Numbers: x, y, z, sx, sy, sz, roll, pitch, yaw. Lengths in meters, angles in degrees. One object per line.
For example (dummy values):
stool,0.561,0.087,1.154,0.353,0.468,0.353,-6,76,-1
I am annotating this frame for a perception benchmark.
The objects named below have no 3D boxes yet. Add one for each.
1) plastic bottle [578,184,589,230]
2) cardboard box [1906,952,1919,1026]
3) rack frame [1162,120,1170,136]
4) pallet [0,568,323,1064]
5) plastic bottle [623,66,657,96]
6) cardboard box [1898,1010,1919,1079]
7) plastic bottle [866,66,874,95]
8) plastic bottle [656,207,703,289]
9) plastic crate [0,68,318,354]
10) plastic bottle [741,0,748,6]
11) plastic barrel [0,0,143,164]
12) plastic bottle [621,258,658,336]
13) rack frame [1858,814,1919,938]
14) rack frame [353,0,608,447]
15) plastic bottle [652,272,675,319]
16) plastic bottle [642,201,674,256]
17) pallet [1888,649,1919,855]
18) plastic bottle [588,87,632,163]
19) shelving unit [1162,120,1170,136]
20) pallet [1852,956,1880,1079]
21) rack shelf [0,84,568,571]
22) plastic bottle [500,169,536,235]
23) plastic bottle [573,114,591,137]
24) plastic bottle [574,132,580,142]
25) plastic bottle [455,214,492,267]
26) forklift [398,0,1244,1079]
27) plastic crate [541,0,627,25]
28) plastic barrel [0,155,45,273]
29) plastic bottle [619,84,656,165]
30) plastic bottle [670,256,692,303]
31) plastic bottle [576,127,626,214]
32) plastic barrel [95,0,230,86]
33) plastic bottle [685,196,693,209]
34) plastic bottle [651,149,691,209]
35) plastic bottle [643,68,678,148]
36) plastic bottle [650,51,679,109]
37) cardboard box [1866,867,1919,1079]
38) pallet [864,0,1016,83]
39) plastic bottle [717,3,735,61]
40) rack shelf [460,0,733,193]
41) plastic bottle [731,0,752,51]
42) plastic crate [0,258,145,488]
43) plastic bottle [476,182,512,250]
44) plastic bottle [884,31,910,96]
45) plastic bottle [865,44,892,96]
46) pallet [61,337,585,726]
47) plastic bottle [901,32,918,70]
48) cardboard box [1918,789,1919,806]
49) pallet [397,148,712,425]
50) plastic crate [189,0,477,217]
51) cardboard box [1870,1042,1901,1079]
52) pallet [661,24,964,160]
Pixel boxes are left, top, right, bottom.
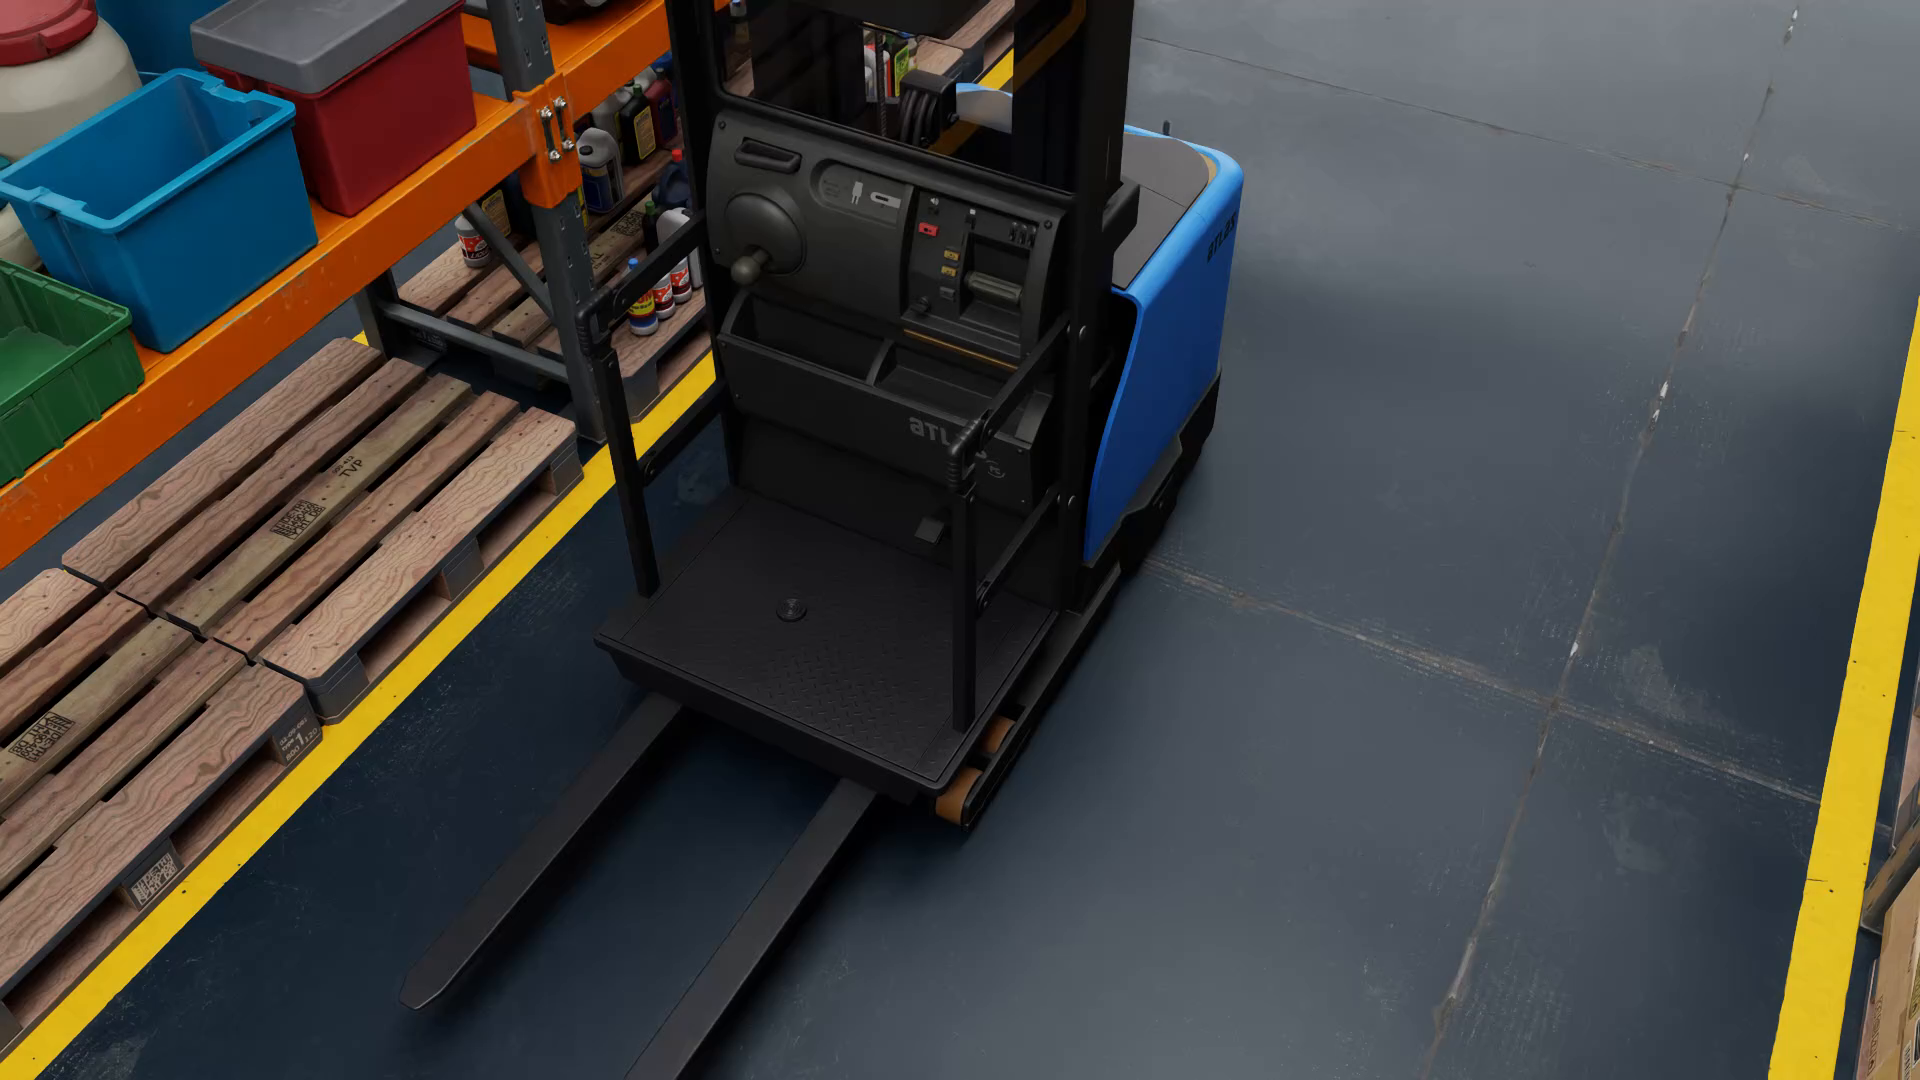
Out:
plastic bottle,-1.439,-1.246,5.926,0.144,0.351,0.185,20,49,19
cardboard box,2.362,0.869,3.526,0.500,0.311,0.500,21,49,19
rack frame,0.544,-1.031,5.638,0.240,0.900,0.006,21,43,19
pallet,-2.506,0.690,4.420,1.003,0.211,1.213,20,49,19
plastic bottle,-1.249,-1.693,6.420,0.152,0.276,0.135,21,49,20
cardboard box,2.125,1.182,3.216,0.500,0.311,0.500,20,49,19
plastic bottle,-0.424,-1.747,6.474,0.152,0.276,0.135,19,48,18
plastic bottle,-0.949,-1.035,5.770,0.152,0.276,0.135,22,49,20
plastic crate,-1.847,-0.766,3.909,0.392,0.384,0.575,20,49,19
plastic bottle,-0.872,-2.245,6.969,0.097,0.271,0.097,0,45,0
plastic barrel,-2.249,-1.087,4.119,0.433,0.535,0.433,0,45,0
plastic bottle,-1.075,-0.821,5.561,0.097,0.271,0.097,0,45,0
rack frame,2.775,0.069,3.073,1.000,3.000,0.127,20,49,19
rack frame,-1.611,-1.569,4.692,1.000,3.000,0.127,20,49,19
plastic bottle,-1.027,-0.860,5.649,0.097,0.201,0.097,0,45,0
plastic bottle,-1.043,-1.072,5.801,0.061,0.283,0.133,20,49,19
pallet,3.181,0.562,4.546,1.003,0.211,1.213,20,49,19
plastic bottle,-1.328,-1.618,6.293,0.144,0.351,0.185,20,49,19
shelving unit,0.496,-0.975,5.568,0.258,0.900,0.210,21,43,19
pallet,2.467,1.526,3.594,1.003,0.211,1.213,20,49,19
rack shelf,-2.539,-0.056,3.703,1.077,0.370,4.000,20,49,19
plastic bottle,-1.567,-1.294,5.973,0.144,0.351,0.185,19,48,18
plastic bottle,-1.439,-1.507,6.231,0.061,0.283,0.133,24,50,22
plastic bottle,-1.478,-1.414,6.092,0.144,0.351,0.185,18,48,17
plastic bottle,-1.718,-1.072,5.858,0.097,0.201,0.097,0,45,0
forklift,-0.300,-0.636,3.818,1.130,2.935,3.031,21,49,20
plastic crate,-1.255,-1.835,4.998,0.767,0.338,0.504,20,49,19
plastic barrel,-2.361,-0.737,3.967,0.301,0.262,0.301,0,45,0
plastic bottle,-1.225,-1.577,6.300,0.061,0.283,0.133,20,49,19
plastic bottle,-0.980,-0.924,5.713,0.097,0.201,0.097,0,45,0
plastic bottle,-1.335,-1.355,6.086,0.152,0.276,0.135,20,49,19
plastic barrel,-2.058,-1.602,4.372,0.600,0.901,0.708,20,49,19
plastic bottle,-0.869,-1.164,5.845,0.144,0.351,0.185,22,49,20
plastic bottle,-0.996,-1.212,5.892,0.144,0.351,0.185,20,49,19
plastic bottle,-1.155,-1.660,6.383,0.061,0.283,0.133,20,49,19
plastic bottle,-1.171,-1.839,6.567,0.097,0.271,0.097,0,45,0
cardboard box,2.368,1.060,3.732,0.500,0.250,0.500,19,48,18
pallet,-0.129,-2.535,7.607,1.003,0.211,1.213,20,49,19
plastic bottle,-0.993,-2.113,6.830,0.061,0.283,0.133,21,49,20
rack shelf,-0.682,-2.576,6.193,1.077,0.370,4.000,20,49,19
plastic bottle,-0.920,-2.156,6.930,0.097,0.201,0.097,0,45,0
plastic crate,-2.169,-0.304,3.591,0.450,0.188,0.662,20,49,19
plastic bottle,-1.680,-1.181,5.909,0.061,0.283,0.133,23,50,21
plastic bottle,-0.256,-1.908,6.627,0.061,0.283,0.133,22,49,20
plastic bottle,-0.359,-1.835,6.560,0.152,0.276,0.135,21,49,19
pallet,-1.941,-0.081,5.182,1.003,0.211,1.213,20,49,19
plastic bottle,-0.218,-1.958,6.735,0.097,0.201,0.097,0,45,0
cardboard box,2.797,0.523,4.262,0.500,0.250,0.500,20,49,19
pallet,-1.262,-0.998,6.088,1.003,0.211,1.213,20,49,19
plastic crate,-1.565,-1.186,4.268,0.402,0.464,0.583,20,49,19
cardboard box,2.130,1.381,3.414,0.500,0.250,0.500,22,49,20
pallet,-0.697,-1.770,6.851,1.003,0.211,1.213,20,49,19
